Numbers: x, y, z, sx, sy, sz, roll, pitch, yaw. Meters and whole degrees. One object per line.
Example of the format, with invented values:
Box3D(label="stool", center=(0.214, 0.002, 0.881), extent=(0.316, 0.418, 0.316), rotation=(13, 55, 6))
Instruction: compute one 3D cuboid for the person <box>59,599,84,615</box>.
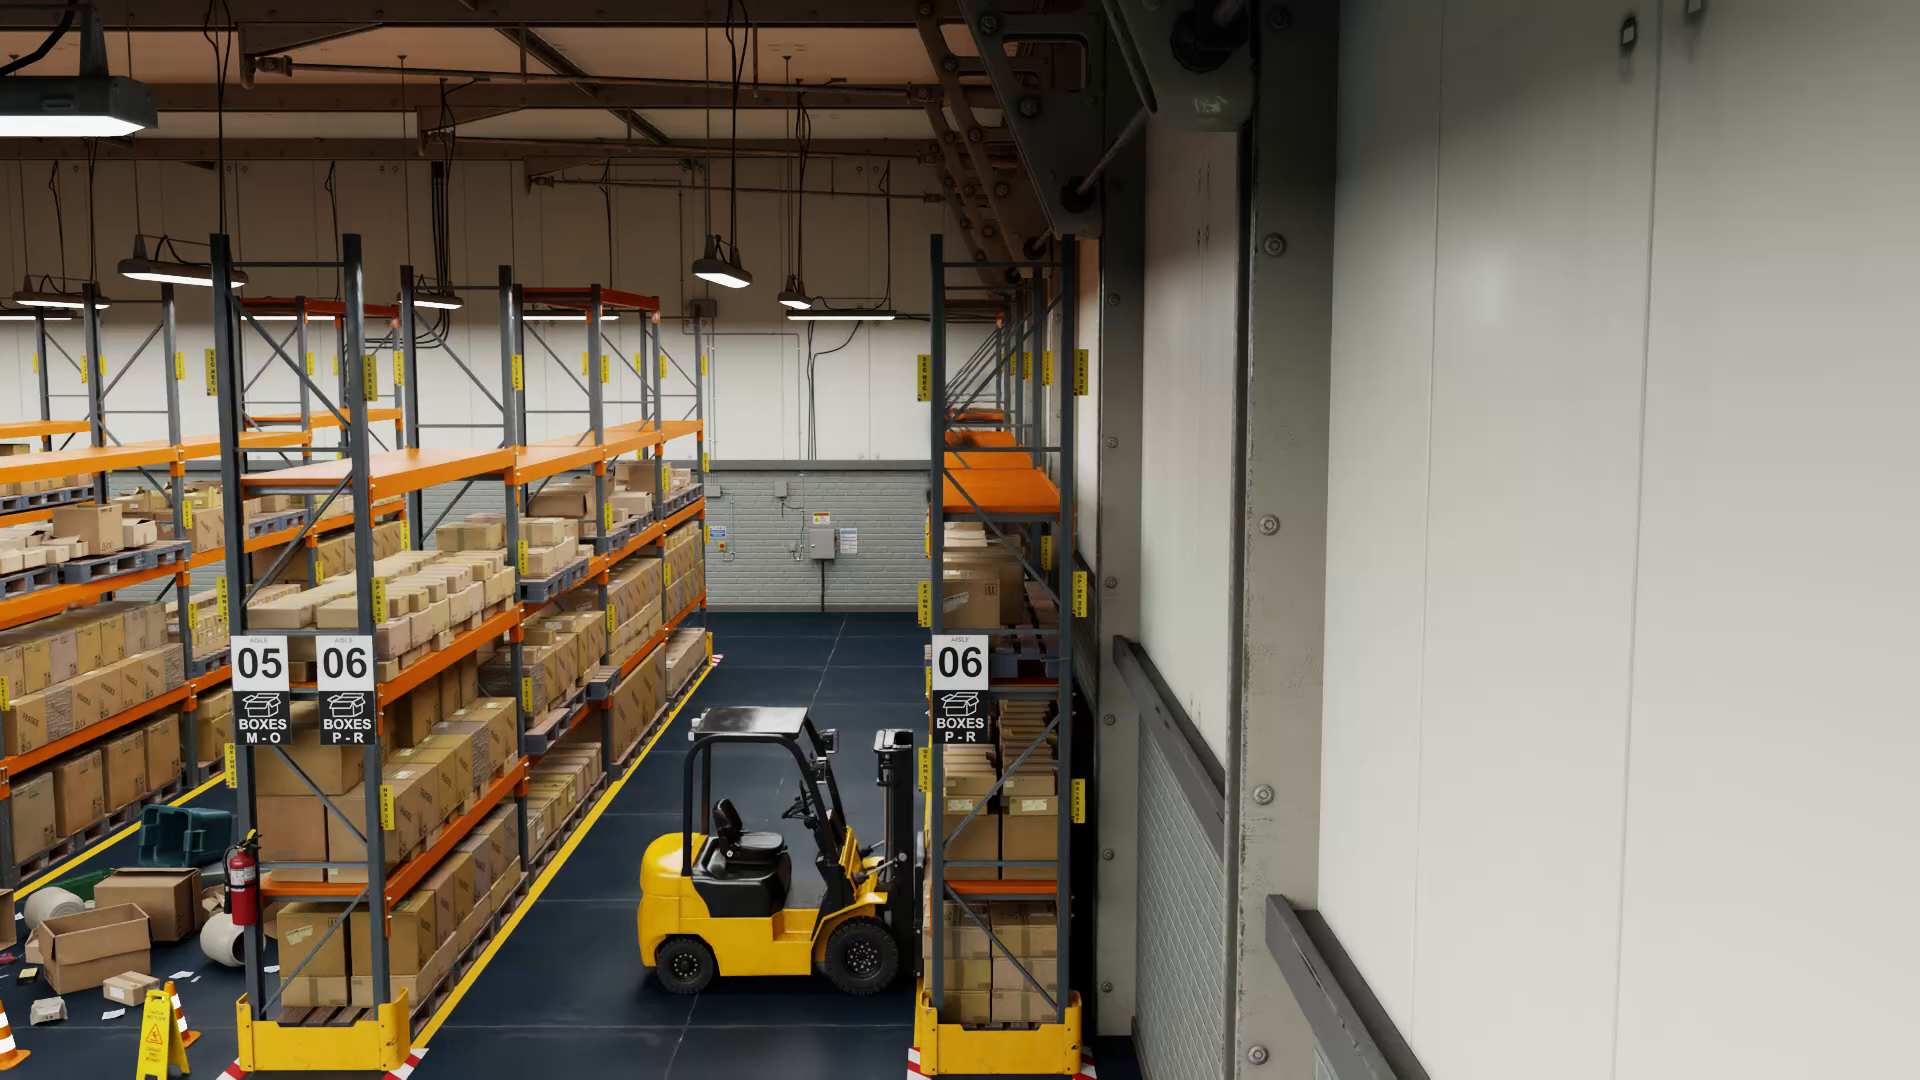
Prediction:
Box3D(label="person", center=(-12.892, 1.619, 24.209), extent=(0.631, 1.772, 0.694), rotation=(-1, 6, -8))
